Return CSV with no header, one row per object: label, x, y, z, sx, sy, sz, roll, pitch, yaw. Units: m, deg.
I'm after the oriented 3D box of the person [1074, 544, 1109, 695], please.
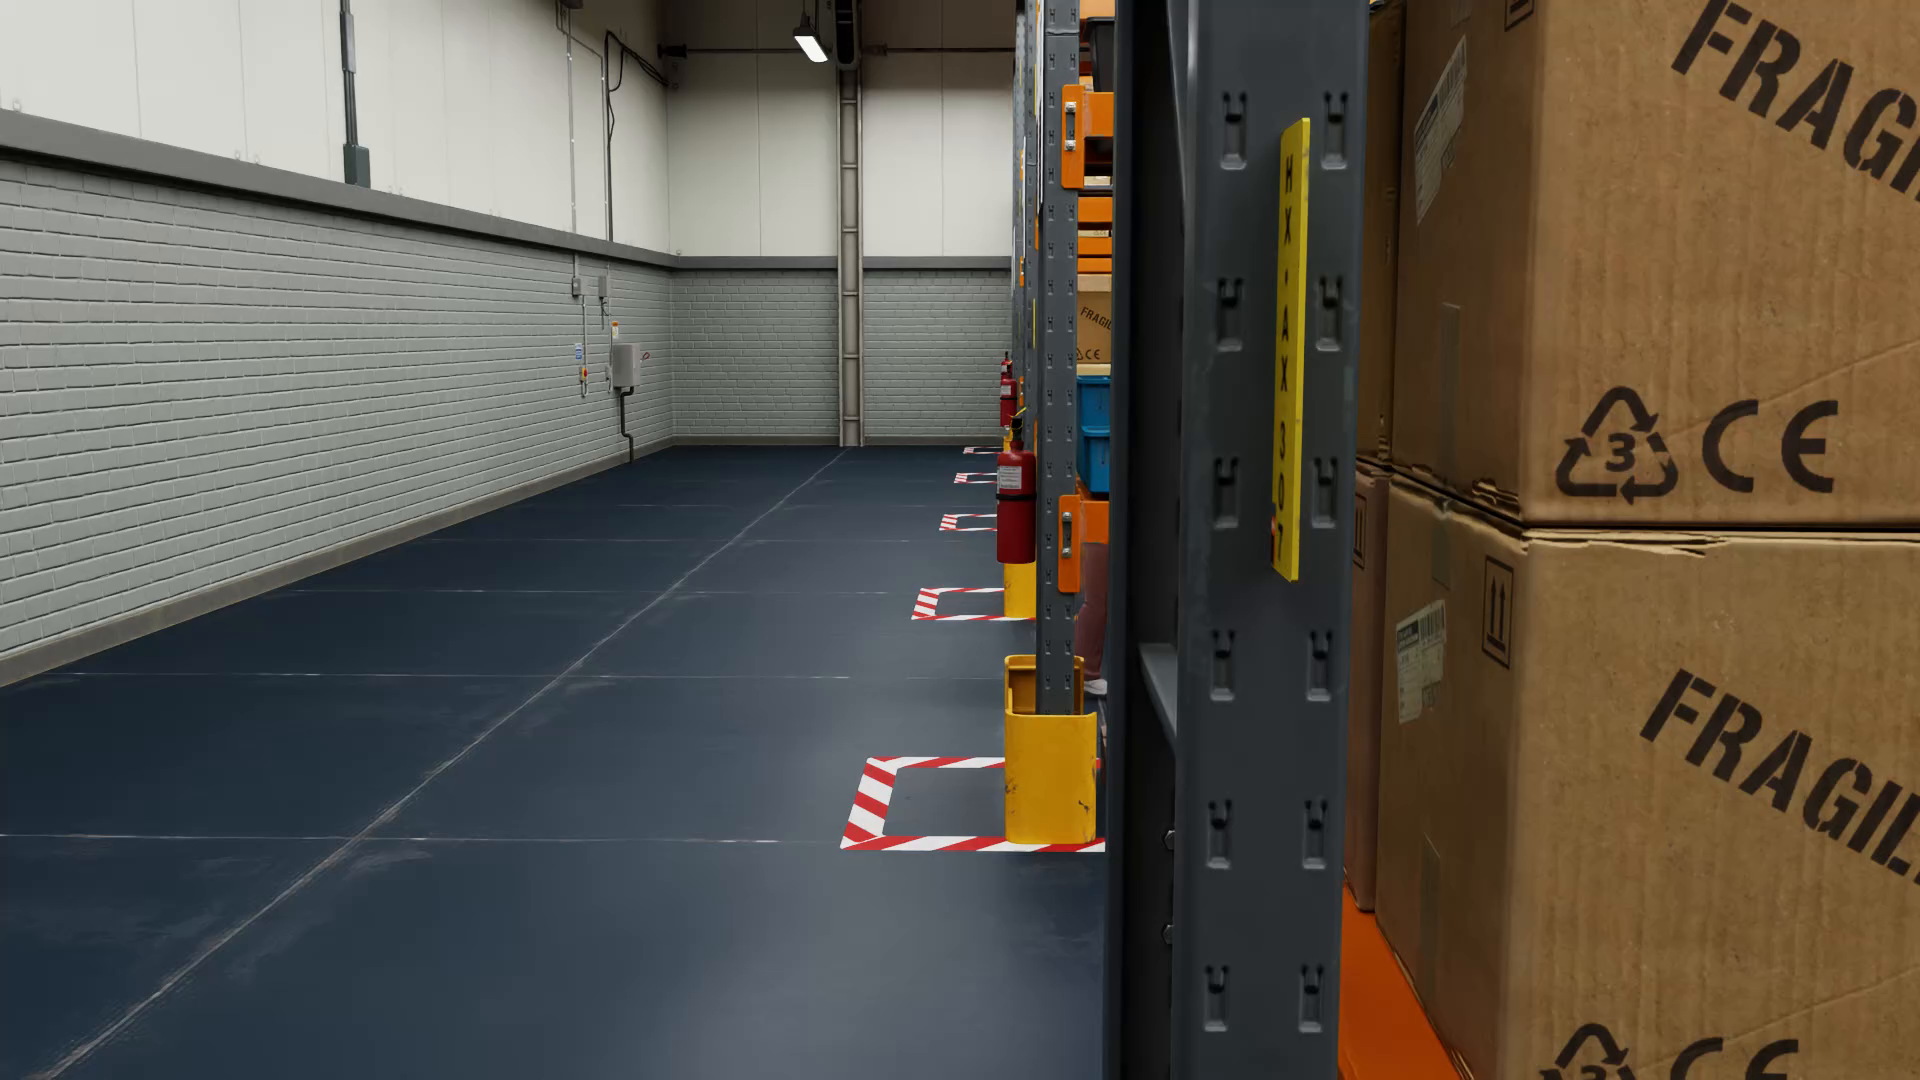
person,0.887,0.019,8.645,0.694,1.693,0.461,4,8,29
